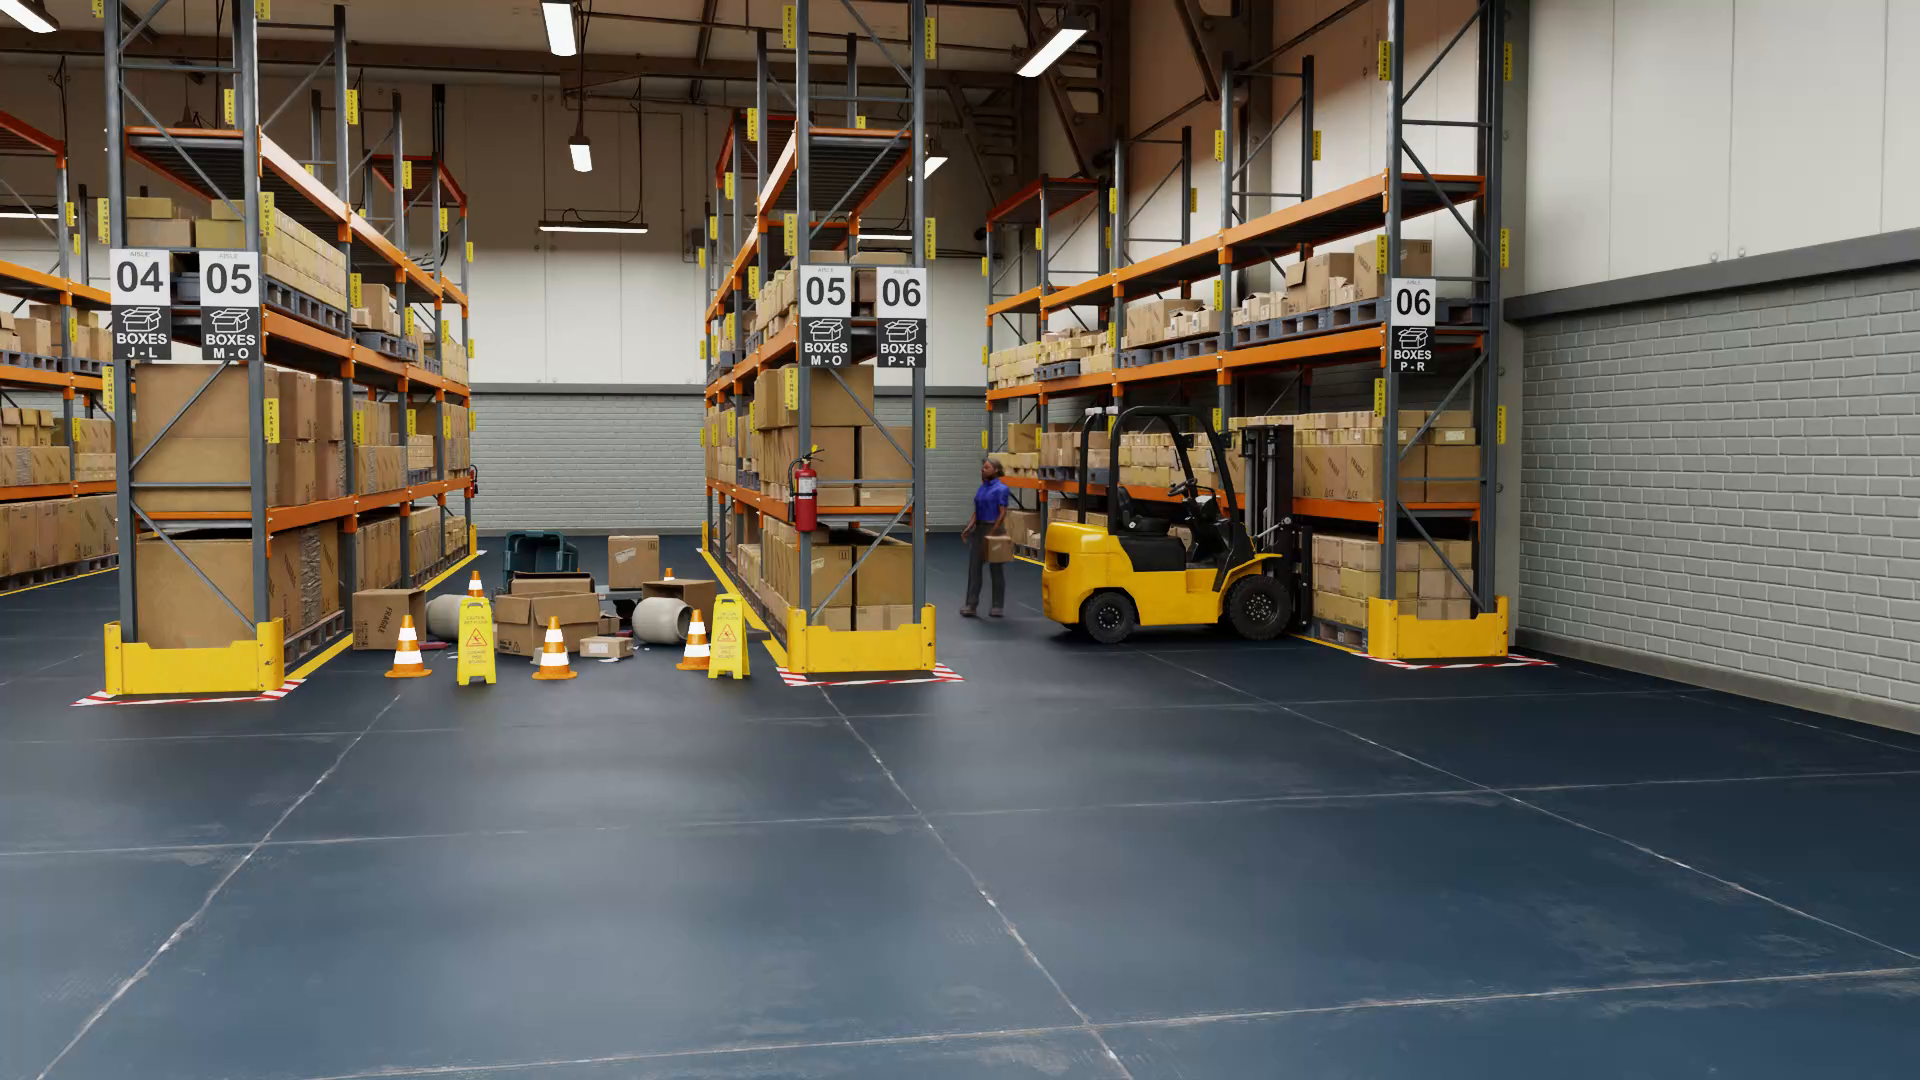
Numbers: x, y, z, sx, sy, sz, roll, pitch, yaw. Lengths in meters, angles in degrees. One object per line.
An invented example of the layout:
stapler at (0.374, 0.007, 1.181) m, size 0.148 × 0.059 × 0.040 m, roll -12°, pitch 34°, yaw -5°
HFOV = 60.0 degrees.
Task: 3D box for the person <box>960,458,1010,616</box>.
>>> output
person at (0.275, -0.032, 17.572) m, size 0.497 × 1.658 × 0.480 m, roll -3°, pitch 4°, yaw -44°
